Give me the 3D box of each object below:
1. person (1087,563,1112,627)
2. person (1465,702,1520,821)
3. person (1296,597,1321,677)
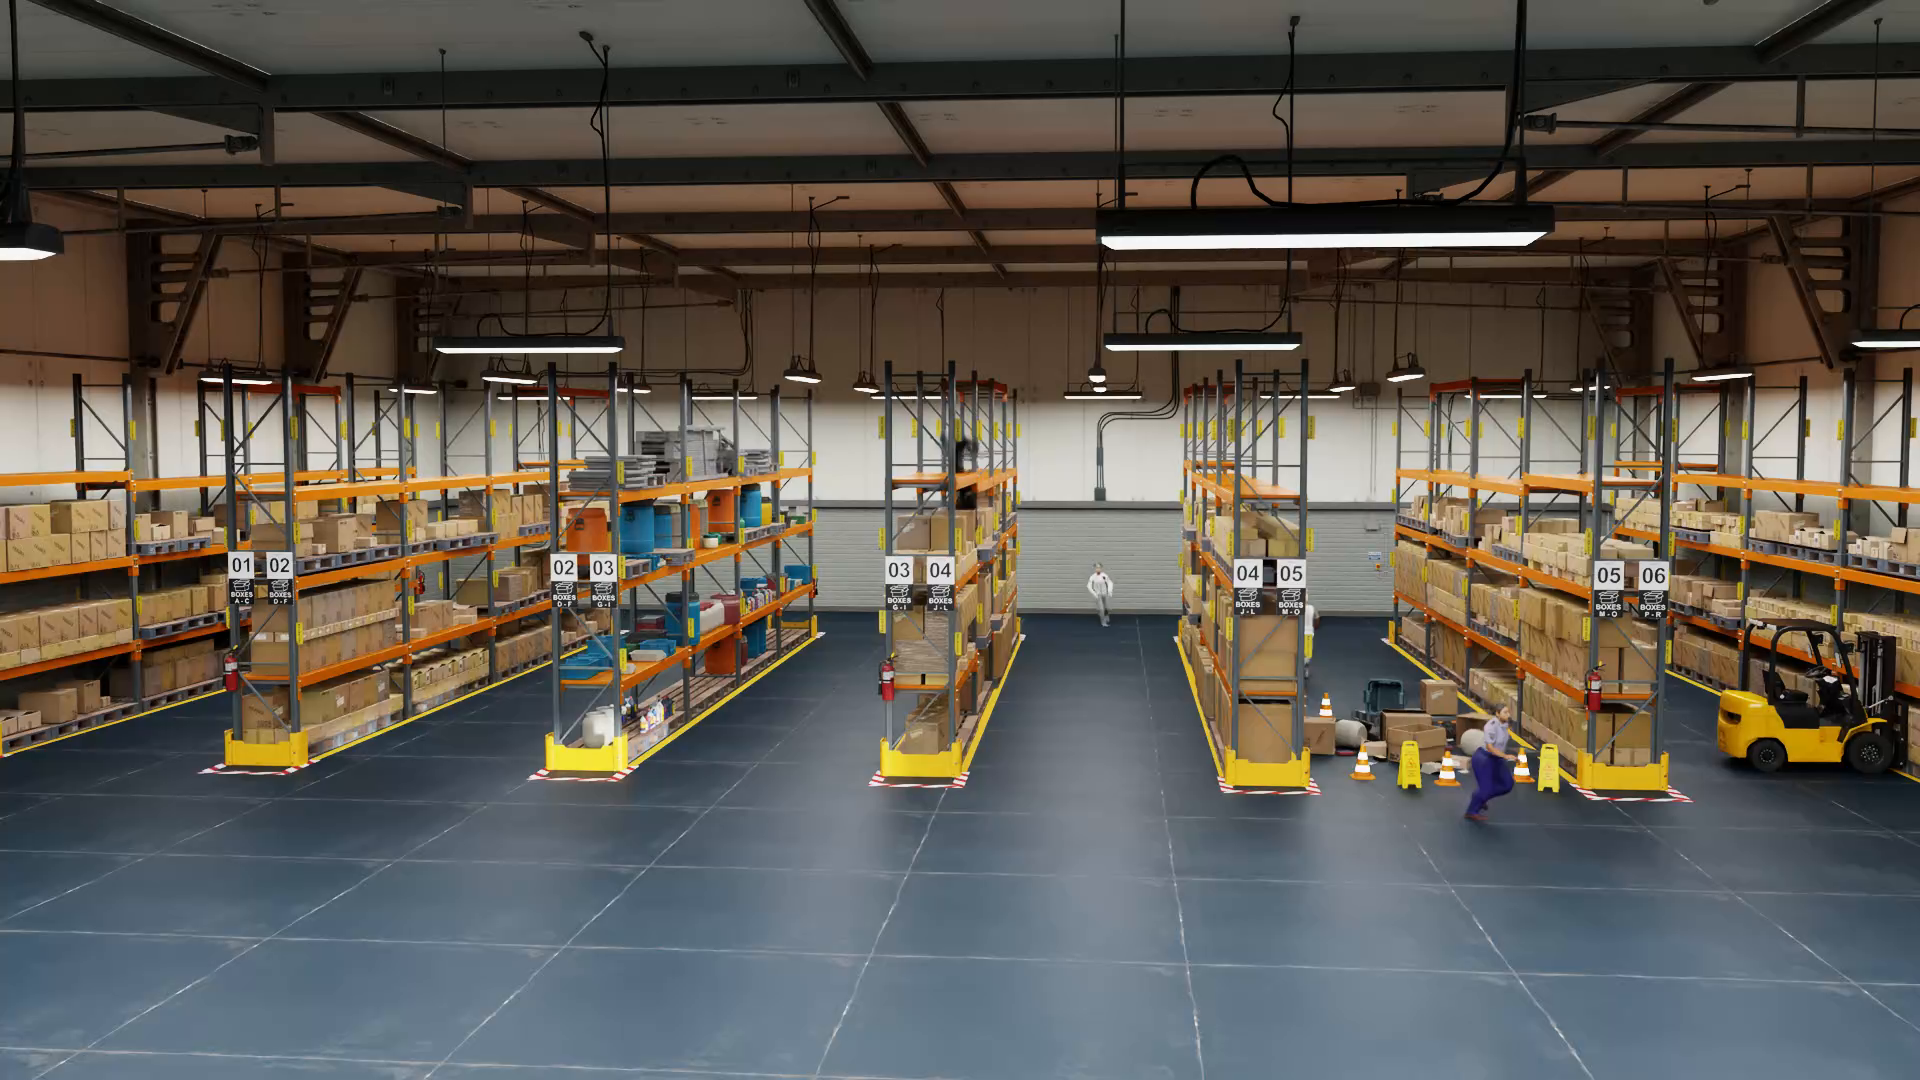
[{"bbox_3d":[3.570,1.393,42.459,0.664,1.631,0.500,0,4,-4],"label":"person"},{"bbox_3d":[6.821,2.833,21.231,0.738,1.560,0.613,4,5,44],"label":"person"},{"bbox_3d":[6.959,1.936,33.659,0.681,1.722,0.589,0,4,2],"label":"person"}]
